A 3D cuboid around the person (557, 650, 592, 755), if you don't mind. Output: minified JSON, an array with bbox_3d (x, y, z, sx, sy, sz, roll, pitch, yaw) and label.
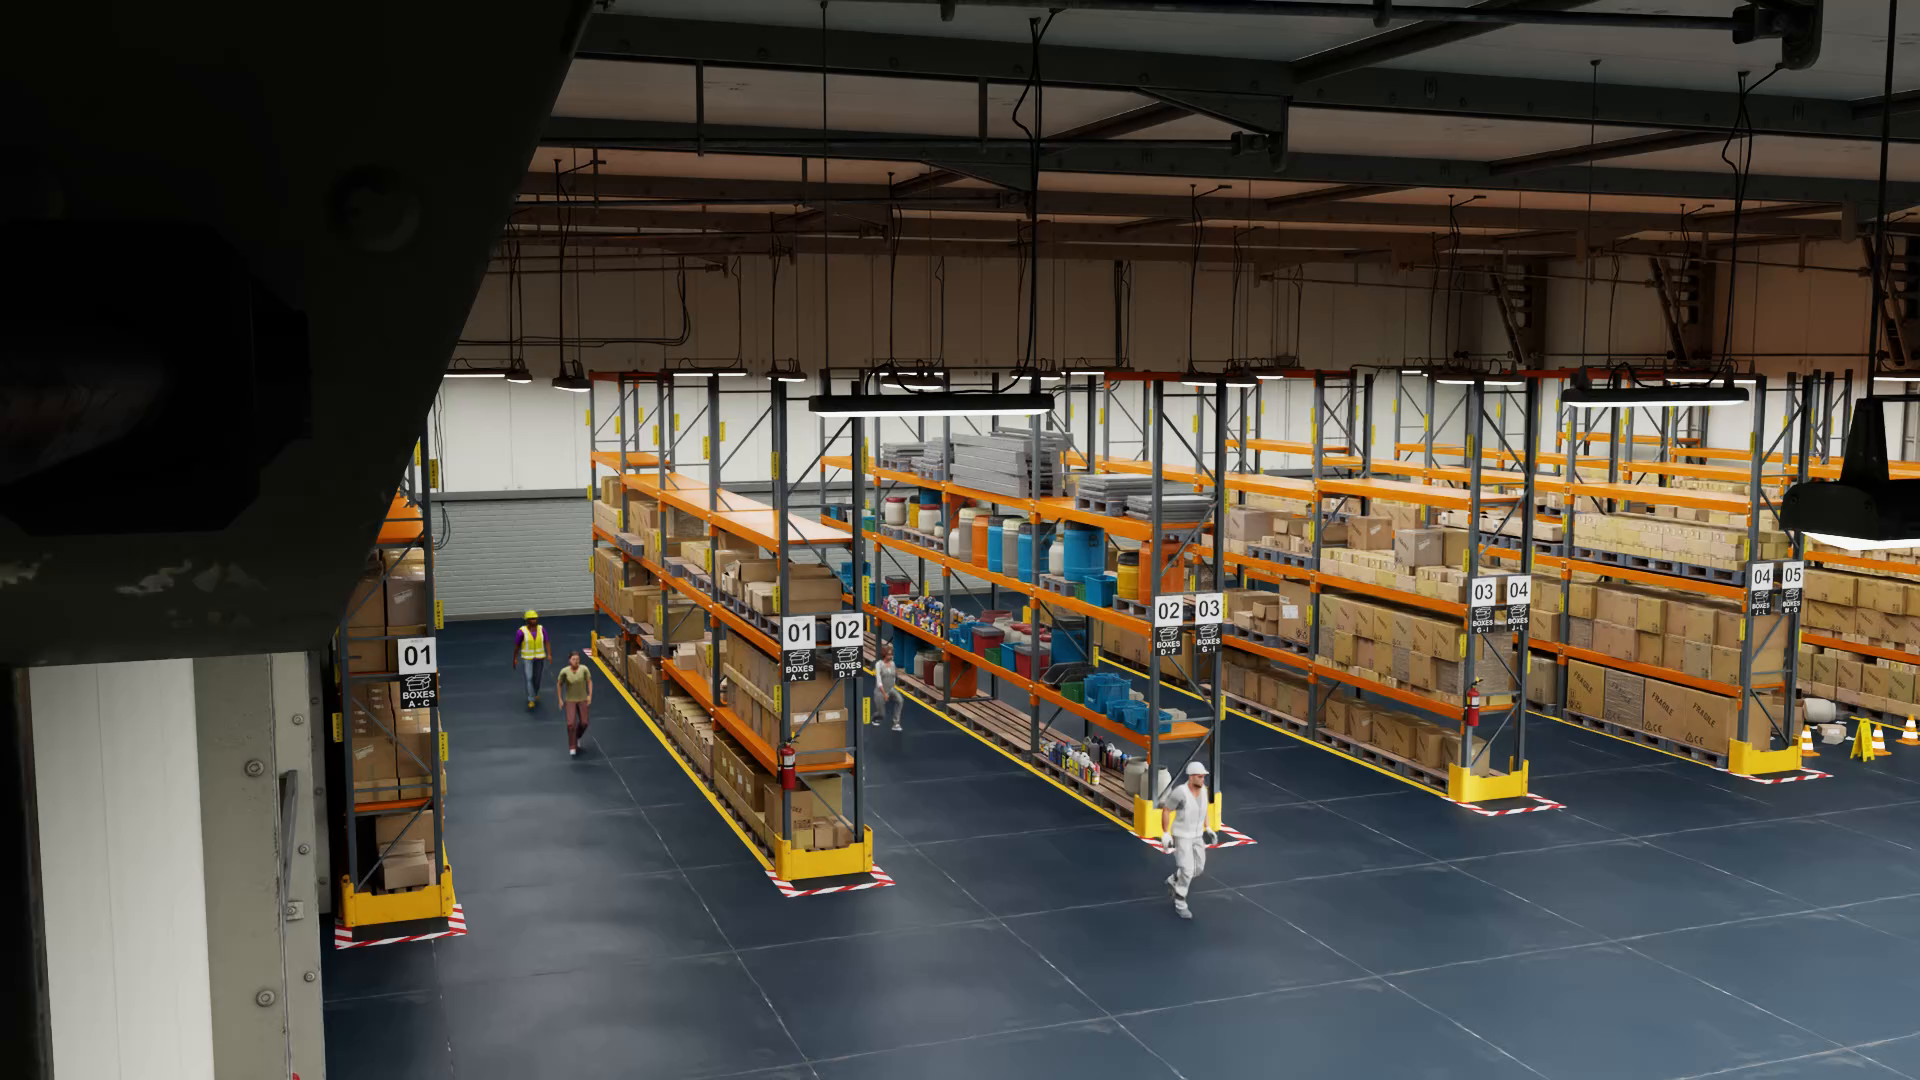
[{"bbox_3d":[-6.151,2.564,26.542,0.545,1.655,0.604,-2,7,-20],"label":"person"}]

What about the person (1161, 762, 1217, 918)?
[{"bbox_3d":[2.514,3.357,18.898,0.603,1.768,0.678,-6,8,-41],"label":"person"}]

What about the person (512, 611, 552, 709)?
[{"bbox_3d":[-7.690,2.121,29.927,0.660,1.697,1.092,-3,7,-25],"label":"person"}]

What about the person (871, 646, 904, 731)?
[{"bbox_3d":[-1.168,2.398,26.912,0.405,1.354,0.972,-3,7,-28],"label":"person"}]
